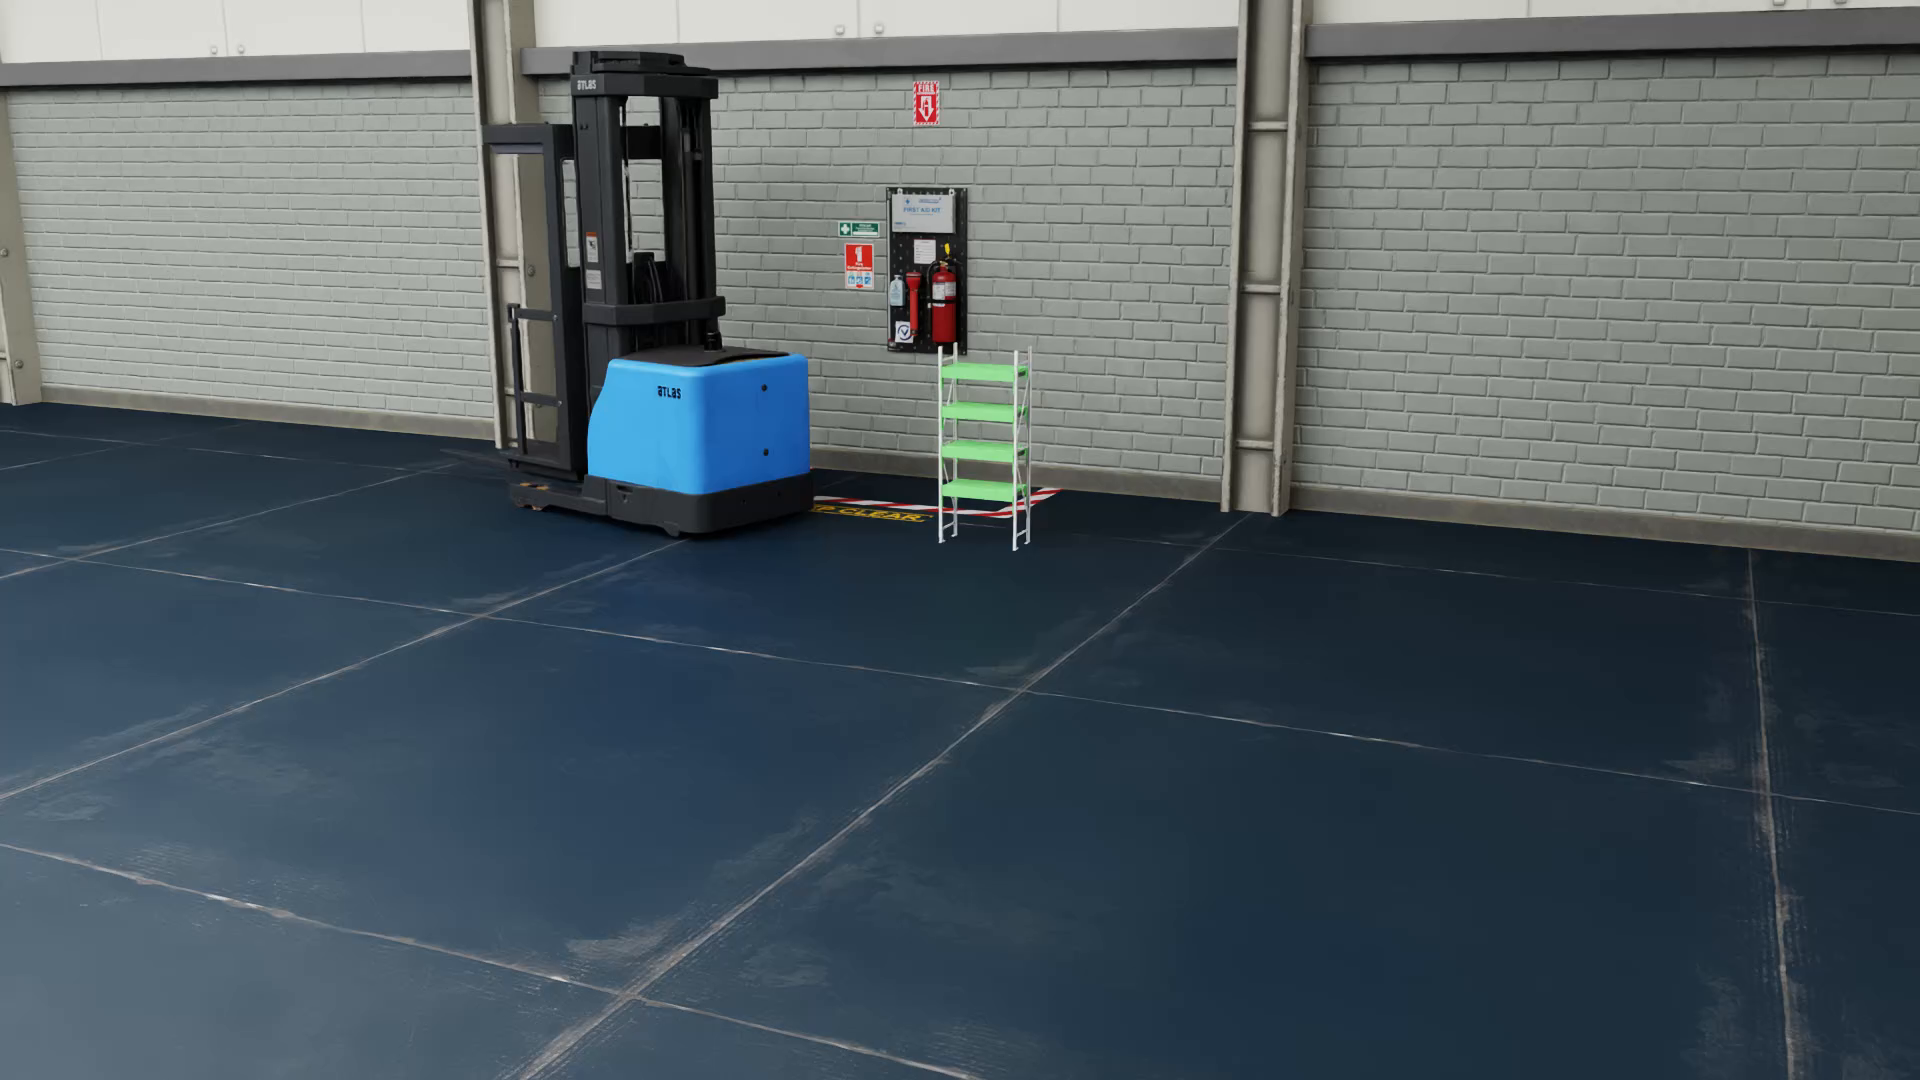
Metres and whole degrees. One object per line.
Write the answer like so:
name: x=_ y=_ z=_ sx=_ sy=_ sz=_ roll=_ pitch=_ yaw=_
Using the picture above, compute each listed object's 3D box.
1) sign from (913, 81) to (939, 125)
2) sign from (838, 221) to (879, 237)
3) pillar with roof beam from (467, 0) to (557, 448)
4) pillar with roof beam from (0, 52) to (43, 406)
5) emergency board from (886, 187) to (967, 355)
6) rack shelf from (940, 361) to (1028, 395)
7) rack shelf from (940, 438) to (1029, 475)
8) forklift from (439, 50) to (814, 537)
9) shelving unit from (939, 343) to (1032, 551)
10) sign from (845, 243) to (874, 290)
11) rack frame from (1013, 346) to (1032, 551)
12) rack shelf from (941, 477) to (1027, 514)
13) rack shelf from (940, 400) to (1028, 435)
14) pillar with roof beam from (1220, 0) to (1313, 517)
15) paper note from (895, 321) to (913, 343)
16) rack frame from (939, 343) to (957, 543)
sign: x=-0.236 y=-3.051 z=11.615 sx=0.199 sy=0.298 sz=0.001 roll=6 pitch=14 yaw=23
sign: x=-0.732 y=-2.246 z=12.024 sx=0.331 sy=0.109 sz=0.001 roll=6 pitch=14 yaw=23
pillar with roof beam: x=-5.254 y=-4.241 z=8.629 sx=0.400 sy=9.000 sz=9.100 roll=6 pitch=14 yaw=23
pillar with roof beam: x=-10.740 y=-4.796 z=10.995 sx=0.400 sy=9.000 sz=9.100 roll=6 pitch=14 yaw=23
emergency board: x=-0.269 y=-1.901 z=11.788 sx=0.643 sy=1.169 sz=0.194 roll=6 pitch=14 yaw=23
rack shelf: x=0.151 y=-0.974 z=9.957 sx=0.480 sy=0.148 sz=0.258 roll=6 pitch=14 yaw=23
rack shelf: x=0.151 y=-0.507 z=10.067 sx=0.480 sy=0.148 sz=0.258 roll=6 pitch=14 yaw=23
forklift: x=-2.406 y=-1.700 z=11.082 sx=3.031 sy=2.935 sz=1.130 roll=11 pitch=17 yaw=39
shelving unit: x=0.151 y=-0.569 z=10.052 sx=0.503 sy=1.200 sz=0.258 roll=6 pitch=14 yaw=23
sign: x=-0.732 y=-1.991 z=12.094 sx=0.234 sy=0.329 sz=0.001 roll=6 pitch=14 yaw=23
rack frame: x=0.374 y=-0.546 z=9.956 sx=0.015 sy=1.200 sz=0.240 roll=6 pitch=14 yaw=23
rack shelf: x=0.151 y=-0.273 z=10.122 sx=0.480 sy=0.148 sz=0.258 roll=6 pitch=14 yaw=23
rack shelf: x=0.151 y=-0.740 z=10.012 sx=0.480 sy=0.148 sz=0.258 roll=6 pitch=14 yaw=23
pillar with roof beam: x=0.232 y=-3.685 z=6.263 sx=0.400 sy=9.000 sz=9.100 roll=6 pitch=14 yaw=23
paper note: x=-0.402 y=-1.503 z=12.020 sx=0.142 sy=0.148 sz=0.016 roll=6 pitch=14 yaw=23
rack frame: x=-0.072 y=-0.591 z=10.149 sx=0.015 sy=1.200 sz=0.240 roll=6 pitch=14 yaw=23
